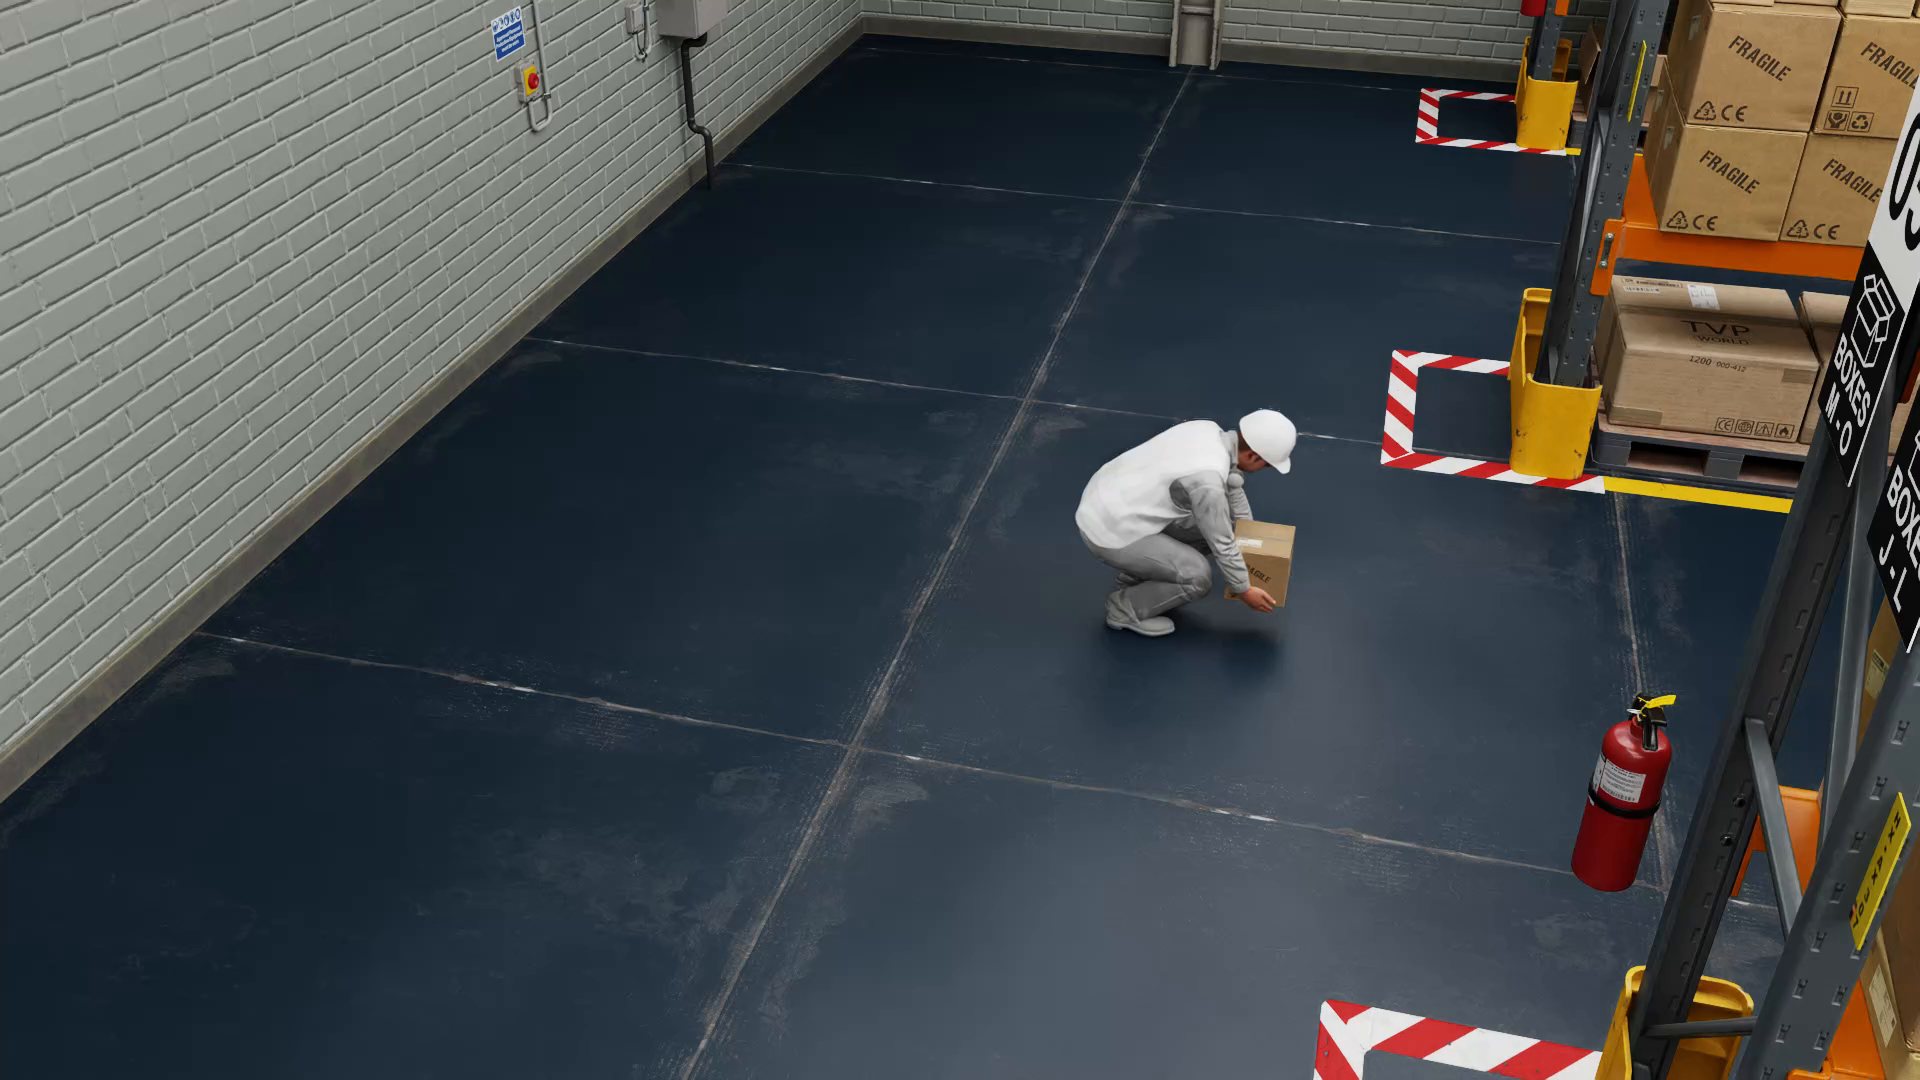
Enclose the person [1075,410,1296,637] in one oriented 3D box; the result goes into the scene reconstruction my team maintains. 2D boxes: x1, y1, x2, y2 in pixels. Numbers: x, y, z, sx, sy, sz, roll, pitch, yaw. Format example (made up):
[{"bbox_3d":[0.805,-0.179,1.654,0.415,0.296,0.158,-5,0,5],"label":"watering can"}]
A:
[{"bbox_3d":[0.935,-0.110,6.998,0.870,1.012,0.541,8,33,12],"label":"person"}]
